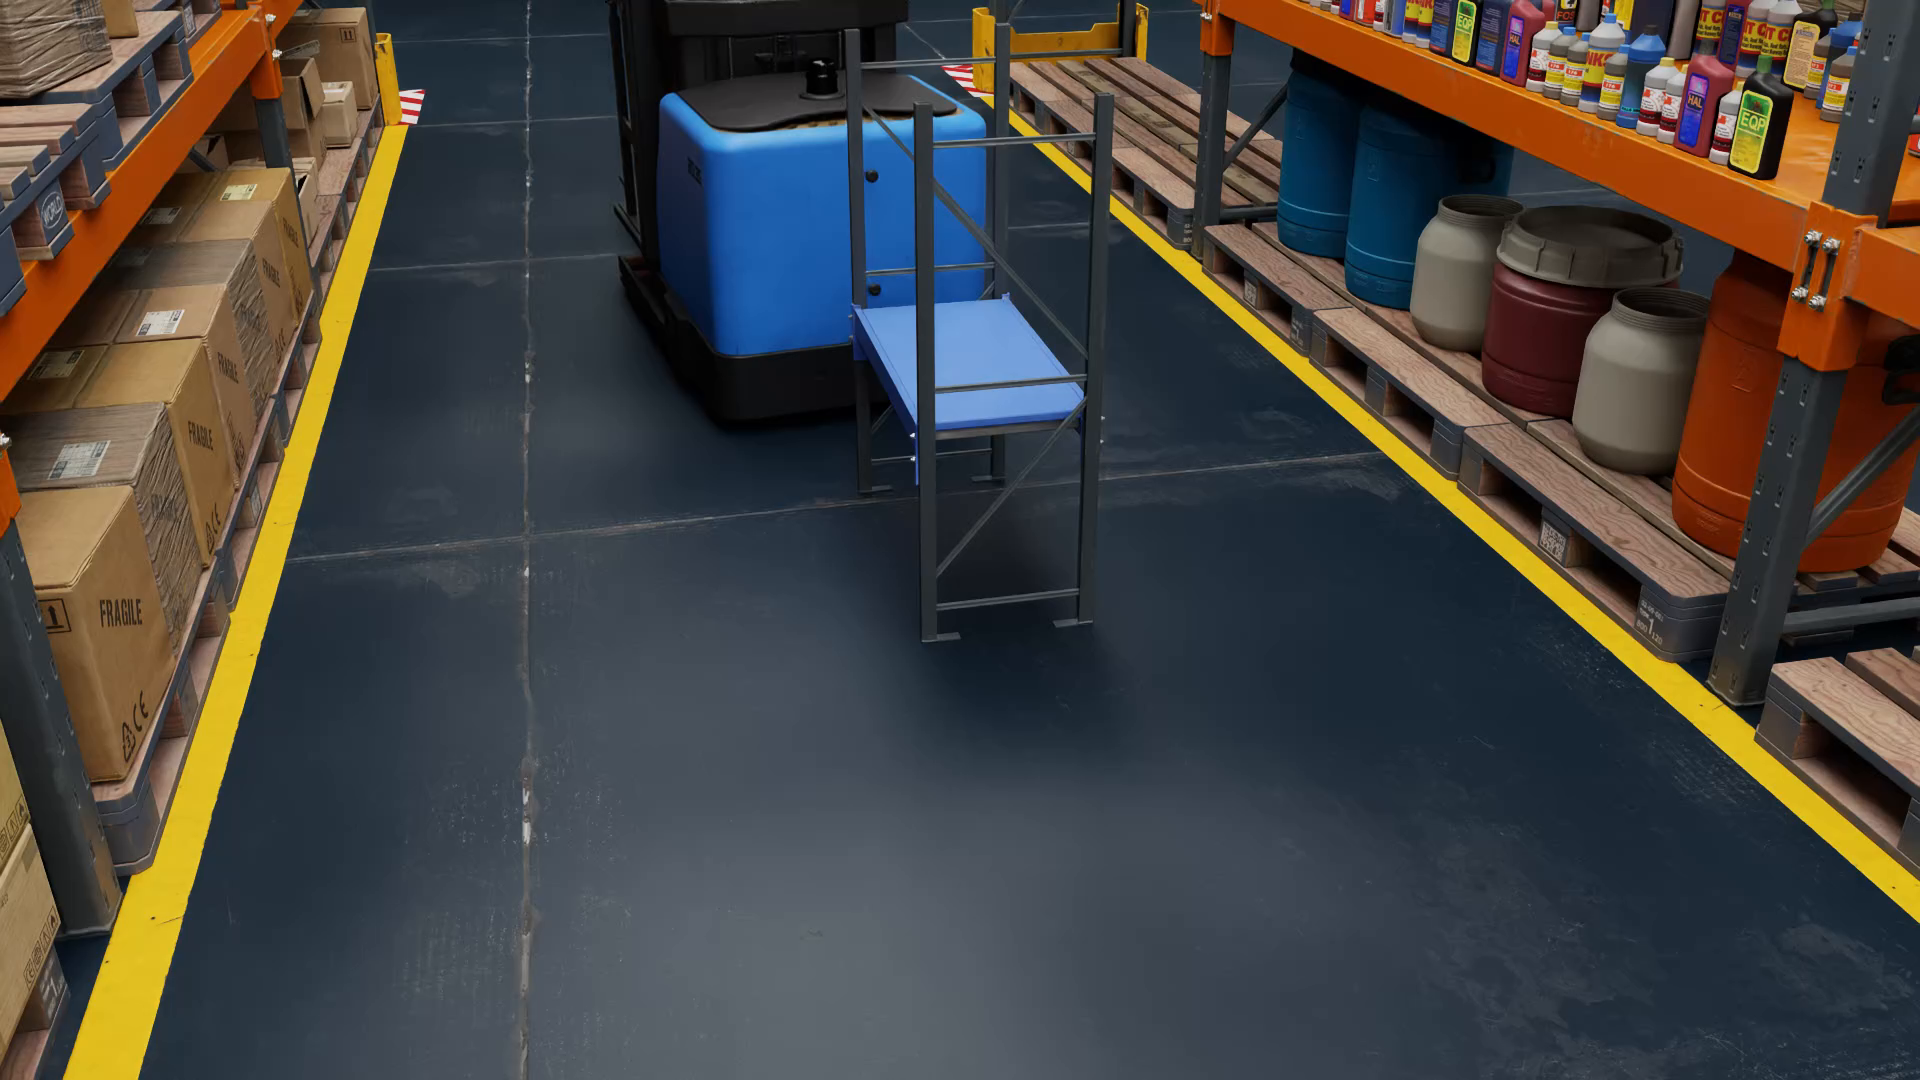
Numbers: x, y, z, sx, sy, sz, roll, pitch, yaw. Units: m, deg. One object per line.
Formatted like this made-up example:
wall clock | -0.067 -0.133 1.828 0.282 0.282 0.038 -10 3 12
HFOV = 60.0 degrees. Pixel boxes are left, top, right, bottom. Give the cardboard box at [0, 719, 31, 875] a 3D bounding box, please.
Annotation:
cardboard box | -1.965 0.526 2.841 0.500 0.311 0.500 -5 27 -10

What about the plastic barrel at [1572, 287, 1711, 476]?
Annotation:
plastic barrel | 2.162 -0.498 5.203 0.421 0.512 0.421 0 27 0

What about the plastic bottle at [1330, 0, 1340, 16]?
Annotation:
plastic bottle | 1.461 -2.095 6.293 0.097 0.201 0.097 0 27 0

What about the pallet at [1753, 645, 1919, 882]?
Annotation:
pallet | 2.640 0.619 3.789 1.003 0.211 1.213 -6 27 -12

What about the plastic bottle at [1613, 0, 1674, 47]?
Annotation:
plastic bottle | 2.258 -1.775 5.493 0.144 0.351 0.185 -6 27 -12

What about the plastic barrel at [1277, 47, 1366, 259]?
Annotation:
plastic barrel | 1.708 -1.736 7.223 0.600 0.901 0.708 -6 27 -12

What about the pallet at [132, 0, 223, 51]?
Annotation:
pallet | -3.151 -1.777 5.654 1.003 0.211 1.213 -6 27 -12

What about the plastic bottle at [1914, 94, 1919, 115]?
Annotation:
plastic bottle | 2.691 -1.289 4.605 0.061 0.283 0.133 -6 27 -12

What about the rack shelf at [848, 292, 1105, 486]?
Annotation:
rack shelf | 0.019 -0.472 4.919 0.538 0.185 1.000 -6 27 -12

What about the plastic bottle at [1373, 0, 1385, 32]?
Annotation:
plastic bottle | 1.543 -1.935 5.975 0.097 0.201 0.097 0 27 0

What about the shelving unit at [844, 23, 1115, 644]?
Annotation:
shelving unit | 0.019 -0.632 4.838 0.538 1.500 1.048 -6 27 -12

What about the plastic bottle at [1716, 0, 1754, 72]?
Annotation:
plastic bottle | 2.505 -1.652 5.324 0.061 0.283 0.133 -6 27 -12

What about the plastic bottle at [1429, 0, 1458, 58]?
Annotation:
plastic bottle | 1.672 -1.797 5.537 0.144 0.351 0.185 -6 27 -12

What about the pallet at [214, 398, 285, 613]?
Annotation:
pallet | -2.726 -0.090 5.193 1.003 0.211 1.213 -6 27 -12

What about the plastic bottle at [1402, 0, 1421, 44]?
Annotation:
plastic bottle | 1.596 -1.864 5.758 0.097 0.271 0.097 0 27 0

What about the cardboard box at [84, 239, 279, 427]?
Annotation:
cardboard box | -2.619 -0.679 5.553 0.500 0.500 0.500 -6 27 -11

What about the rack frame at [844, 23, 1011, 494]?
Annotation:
rack frame | -0.095 -0.855 5.280 0.500 1.500 0.032 -6 27 -12

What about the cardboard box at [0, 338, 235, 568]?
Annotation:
cardboard box | -2.379 -0.228 4.658 0.500 0.500 0.500 -6 27 -12

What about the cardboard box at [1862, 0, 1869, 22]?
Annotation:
cardboard box | 6.154 -3.161 10.075 0.875 0.875 0.875 -6 27 -12

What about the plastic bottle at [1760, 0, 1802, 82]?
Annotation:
plastic bottle | 2.535 -1.552 5.138 0.097 0.271 0.097 0 27 0

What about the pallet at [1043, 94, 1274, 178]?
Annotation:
pallet | 1.120 -2.336 9.645 1.003 0.211 1.213 -6 27 -12

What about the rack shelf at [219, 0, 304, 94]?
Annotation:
rack shelf | -3.676 -2.781 8.230 1.077 0.370 4.000 -6 27 -12

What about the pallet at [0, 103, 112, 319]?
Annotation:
pallet | -2.544 -0.673 3.468 1.213 0.211 1.003 -6 27 -12

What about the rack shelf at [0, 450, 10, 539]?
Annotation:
rack shelf | -1.873 0.731 1.271 1.077 0.370 4.000 -6 27 -12

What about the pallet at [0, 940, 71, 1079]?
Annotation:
pallet | -2.176 1.142 2.753 1.003 0.211 1.213 -6 27 -12

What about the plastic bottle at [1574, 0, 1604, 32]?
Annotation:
plastic bottle | 2.284 -1.987 5.996 0.152 0.276 0.135 -6 27 -12

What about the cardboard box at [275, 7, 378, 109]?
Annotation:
cardboard box | -3.764 -2.847 9.848 0.500 0.500 0.500 -6 27 -12

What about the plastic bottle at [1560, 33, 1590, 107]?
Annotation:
plastic bottle | 1.827 -1.383 4.881 0.097 0.201 0.097 0 27 0

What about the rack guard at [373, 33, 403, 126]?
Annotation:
rack guard | -4.109 -2.831 10.304 1.175 0.500 0.348 -6 27 -12

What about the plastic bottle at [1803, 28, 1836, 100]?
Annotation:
plastic bottle | 2.587 -1.419 4.953 0.097 0.201 0.097 0 27 0

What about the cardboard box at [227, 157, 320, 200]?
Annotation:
cardboard box | -3.313 -1.741 8.026 0.380 0.166 0.250 -6 27 -12

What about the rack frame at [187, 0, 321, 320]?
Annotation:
rack frame | -3.225 -2.224 6.328 1.000 3.000 0.127 -6 27 -12

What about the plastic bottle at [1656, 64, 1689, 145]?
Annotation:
plastic bottle | 1.936 -1.169 4.458 0.097 0.201 0.097 0 27 0

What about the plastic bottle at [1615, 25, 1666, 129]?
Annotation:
plastic bottle | 1.893 -1.286 4.611 0.097 0.271 0.097 0 27 0

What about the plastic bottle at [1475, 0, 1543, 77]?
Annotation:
plastic bottle | 1.744 -1.658 5.260 0.144 0.351 0.185 -6 27 -12

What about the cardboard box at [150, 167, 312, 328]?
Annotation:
cardboard box | -2.834 -1.117 6.421 0.500 0.500 0.500 -6 27 -12

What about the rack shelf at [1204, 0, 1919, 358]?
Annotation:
rack shelf | 2.053 -1.527 5.744 1.077 0.370 4.000 -6 27 -12

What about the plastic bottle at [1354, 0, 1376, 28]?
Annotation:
plastic bottle | 1.544 -2.022 6.065 0.152 0.276 0.135 -6 27 -12

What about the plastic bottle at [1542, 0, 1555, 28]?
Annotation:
plastic bottle | 1.838 -1.649 5.318 0.061 0.283 0.133 -6 27 -12

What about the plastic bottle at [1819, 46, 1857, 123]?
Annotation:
plastic bottle | 2.499 -1.286 4.689 0.097 0.201 0.097 0 27 0

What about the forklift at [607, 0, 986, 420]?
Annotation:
forklift | -0.879 -2.379 6.711 1.130 2.935 3.031 -9 28 -18

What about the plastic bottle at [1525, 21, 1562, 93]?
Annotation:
plastic bottle | 1.783 -1.468 5.050 0.097 0.201 0.097 0 27 0

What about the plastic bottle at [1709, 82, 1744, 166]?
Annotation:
plastic bottle | 1.988 -1.068 4.257 0.097 0.201 0.097 0 27 0

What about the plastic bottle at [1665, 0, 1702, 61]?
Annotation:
plastic bottle | 2.408 -1.746 5.518 0.152 0.276 0.135 -6 27 -12

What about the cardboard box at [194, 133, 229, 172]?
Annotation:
cardboard box | -3.799 -1.771 7.926 0.500 0.311 0.500 -6 27 -12

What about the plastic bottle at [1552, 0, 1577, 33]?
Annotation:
plastic bottle | 2.167 -1.965 5.956 0.097 0.271 0.097 0 27 0

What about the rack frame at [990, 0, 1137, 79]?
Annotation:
rack frame | 0.701 -4.482 10.800 1.000 3.000 0.127 -6 27 -12

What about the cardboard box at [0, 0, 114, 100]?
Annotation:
cardboard box | -2.595 -1.386 4.091 0.700 0.500 0.500 -1 27 -2

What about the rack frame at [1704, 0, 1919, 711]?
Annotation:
rack frame | 2.503 -0.970 3.842 1.000 3.000 0.127 -6 27 -12

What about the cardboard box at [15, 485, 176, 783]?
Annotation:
cardboard box | -2.147 0.222 3.766 0.500 0.500 0.500 -5 27 -9

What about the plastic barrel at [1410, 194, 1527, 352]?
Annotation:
plastic barrel | 1.908 -0.994 6.186 0.421 0.512 0.421 0 27 0

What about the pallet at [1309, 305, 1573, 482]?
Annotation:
pallet | 2.014 -0.601 6.207 1.003 0.211 1.213 -6 27 -12

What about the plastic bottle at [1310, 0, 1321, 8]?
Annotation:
plastic bottle | 1.417 -2.212 6.446 0.097 0.271 0.097 0 27 0

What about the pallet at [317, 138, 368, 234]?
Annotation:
pallet | -3.657 -1.818 8.617 1.003 0.211 1.213 -6 27 -12
